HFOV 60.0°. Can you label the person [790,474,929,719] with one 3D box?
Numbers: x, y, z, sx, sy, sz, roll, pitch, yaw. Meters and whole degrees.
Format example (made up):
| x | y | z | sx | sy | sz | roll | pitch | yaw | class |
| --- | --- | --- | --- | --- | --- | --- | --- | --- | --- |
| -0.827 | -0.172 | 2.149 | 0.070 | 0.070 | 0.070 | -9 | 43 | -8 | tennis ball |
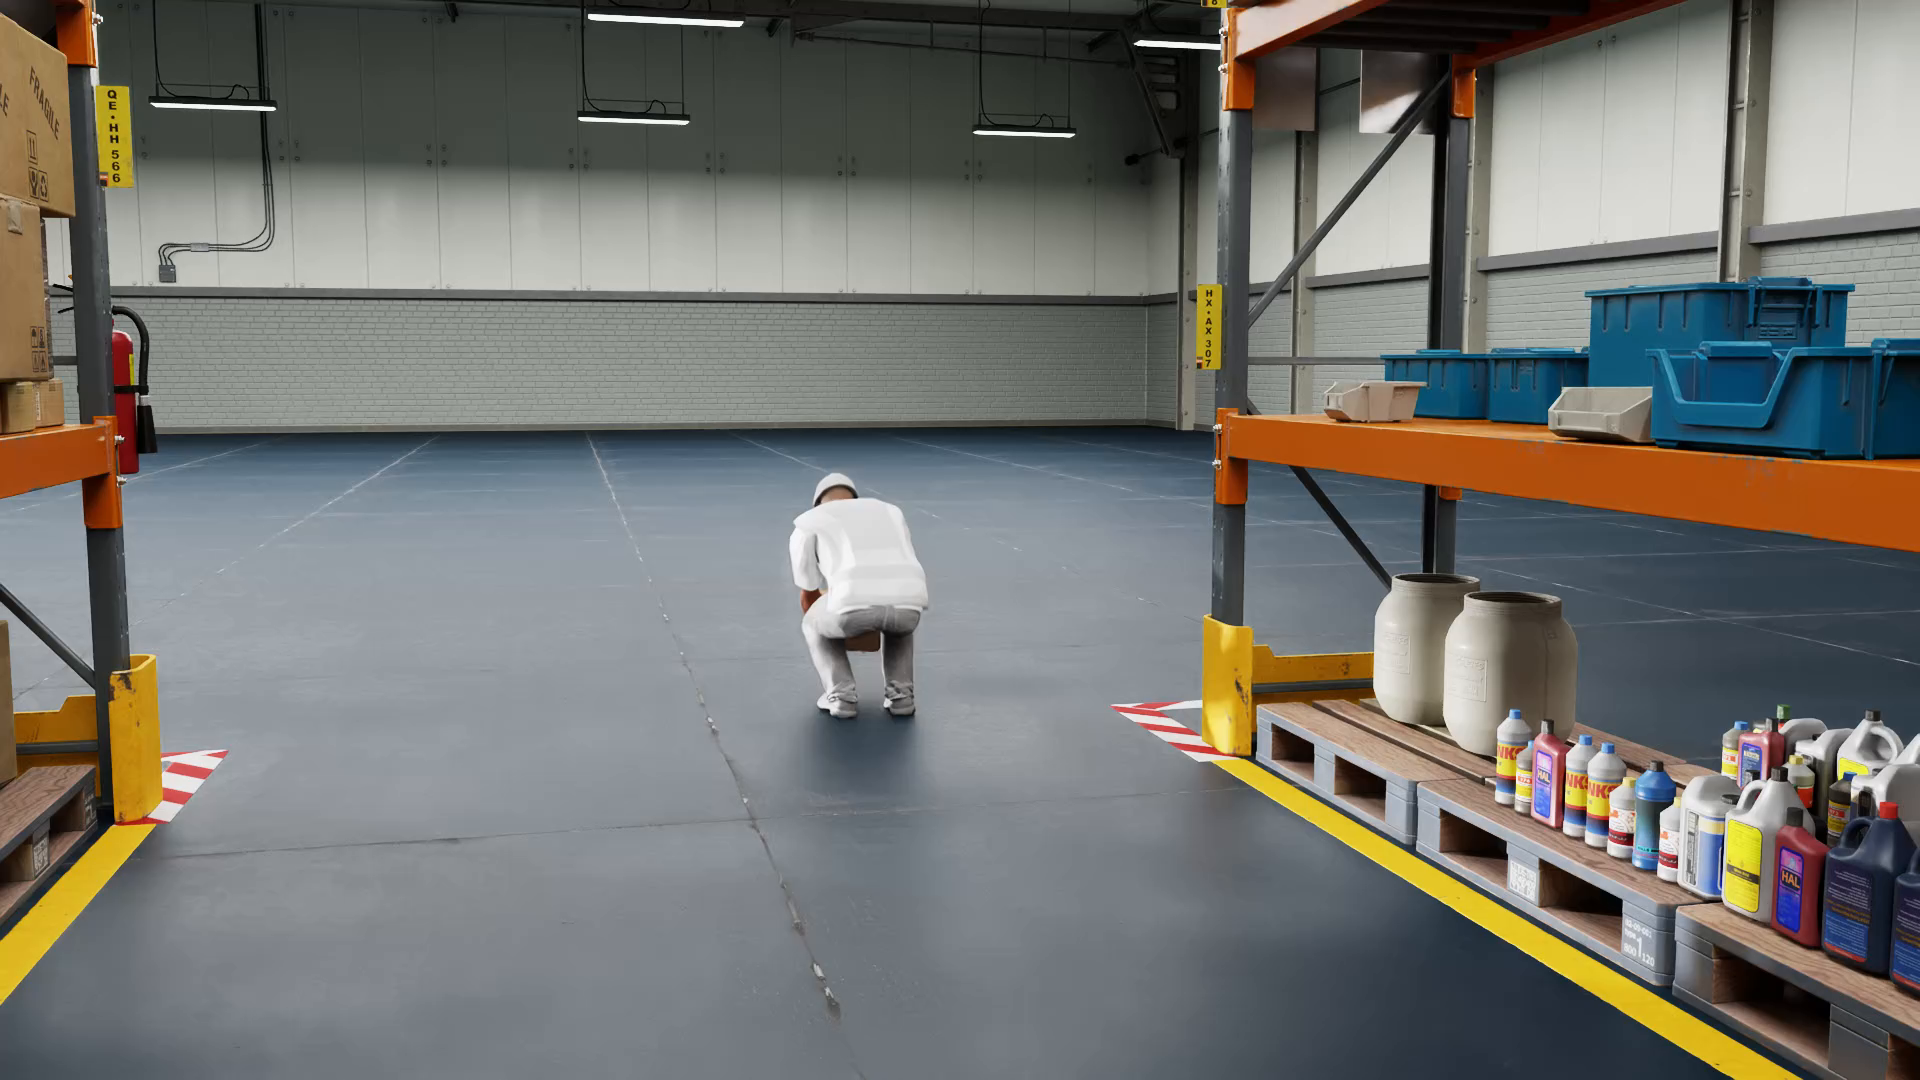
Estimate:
| x | y | z | sx | sy | sz | roll | pitch | yaw | class |
| --- | --- | --- | --- | --- | --- | --- | --- | --- | --- |
| -0.464 | 0.231 | 7.297 | 0.541 | 1.008 | 0.912 | -2 | 6 | -15 | person |
